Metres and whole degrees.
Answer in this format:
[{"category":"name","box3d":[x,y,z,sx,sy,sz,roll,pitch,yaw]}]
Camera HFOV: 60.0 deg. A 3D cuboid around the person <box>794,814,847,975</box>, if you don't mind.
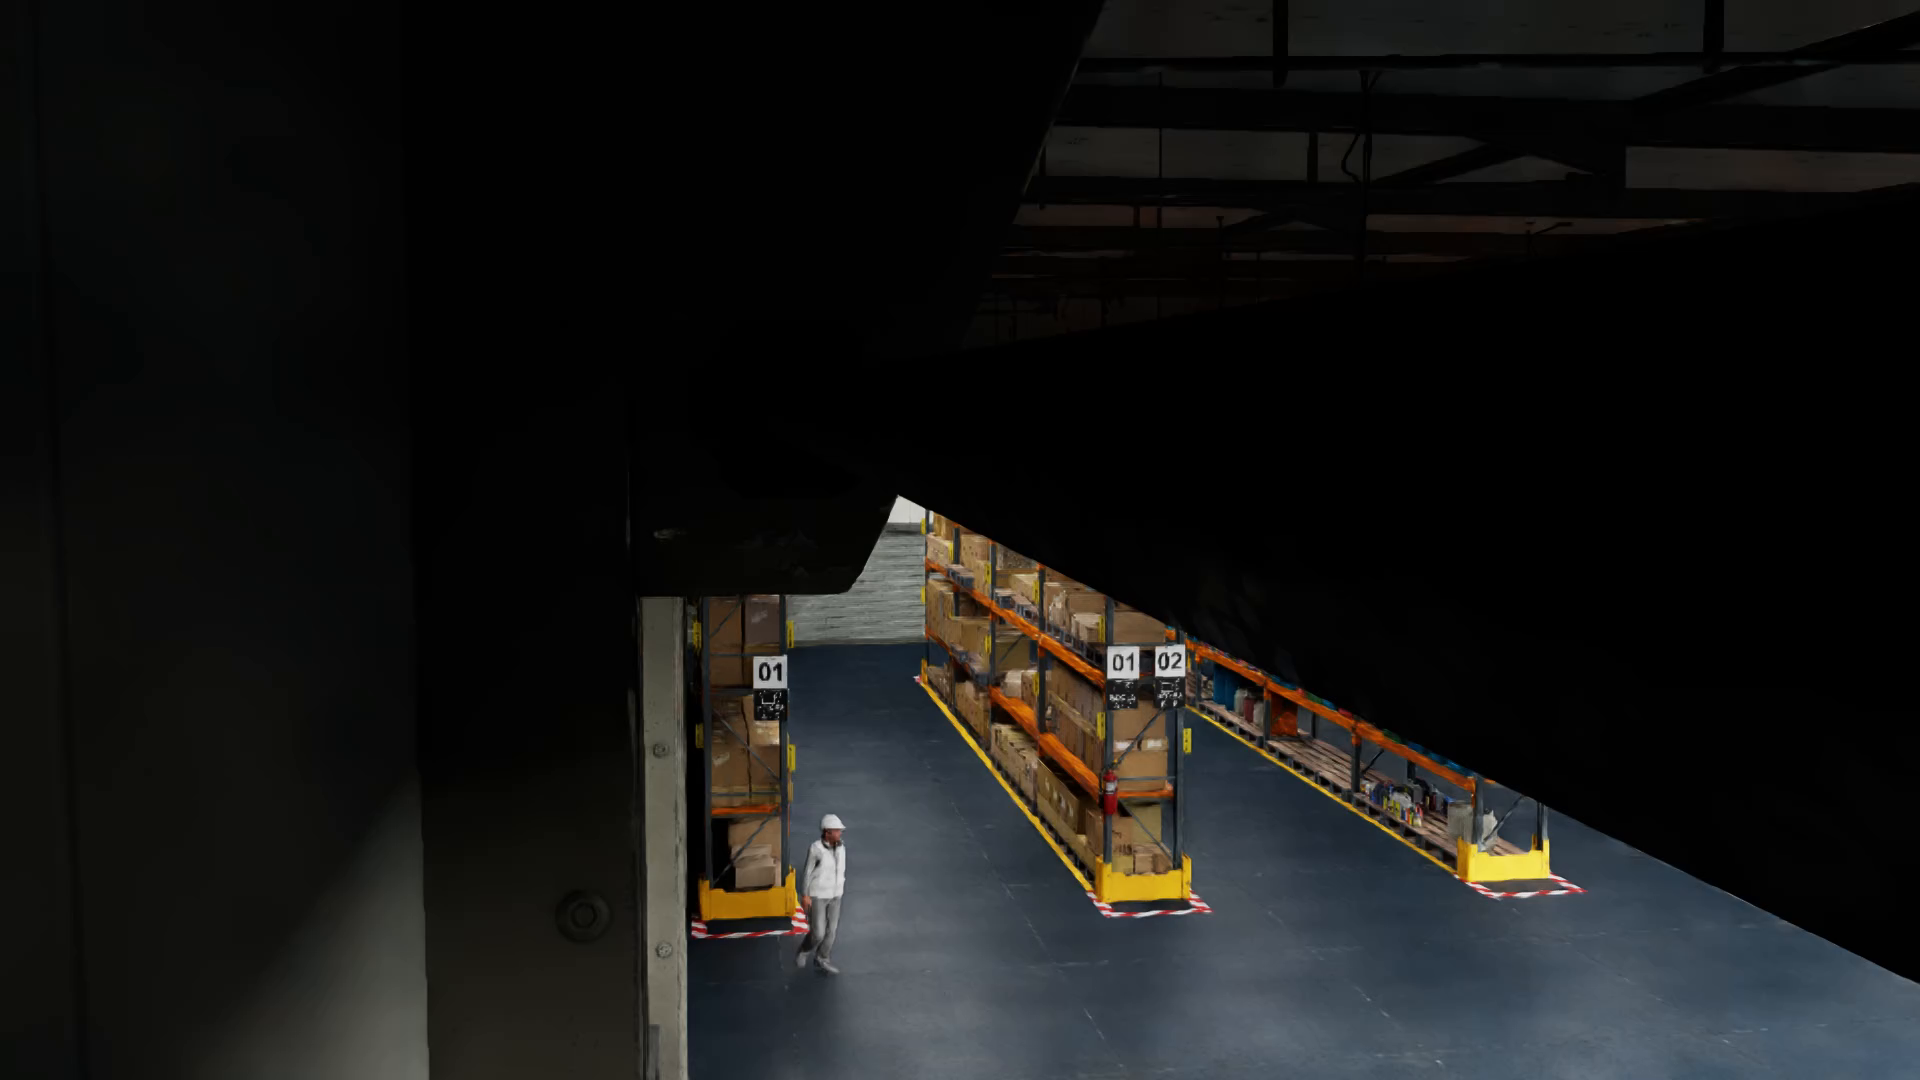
[{"category":"person","box3d":[-1.510,3.855,18.163,0.559,1.768,0.581,5,7,44]}]
